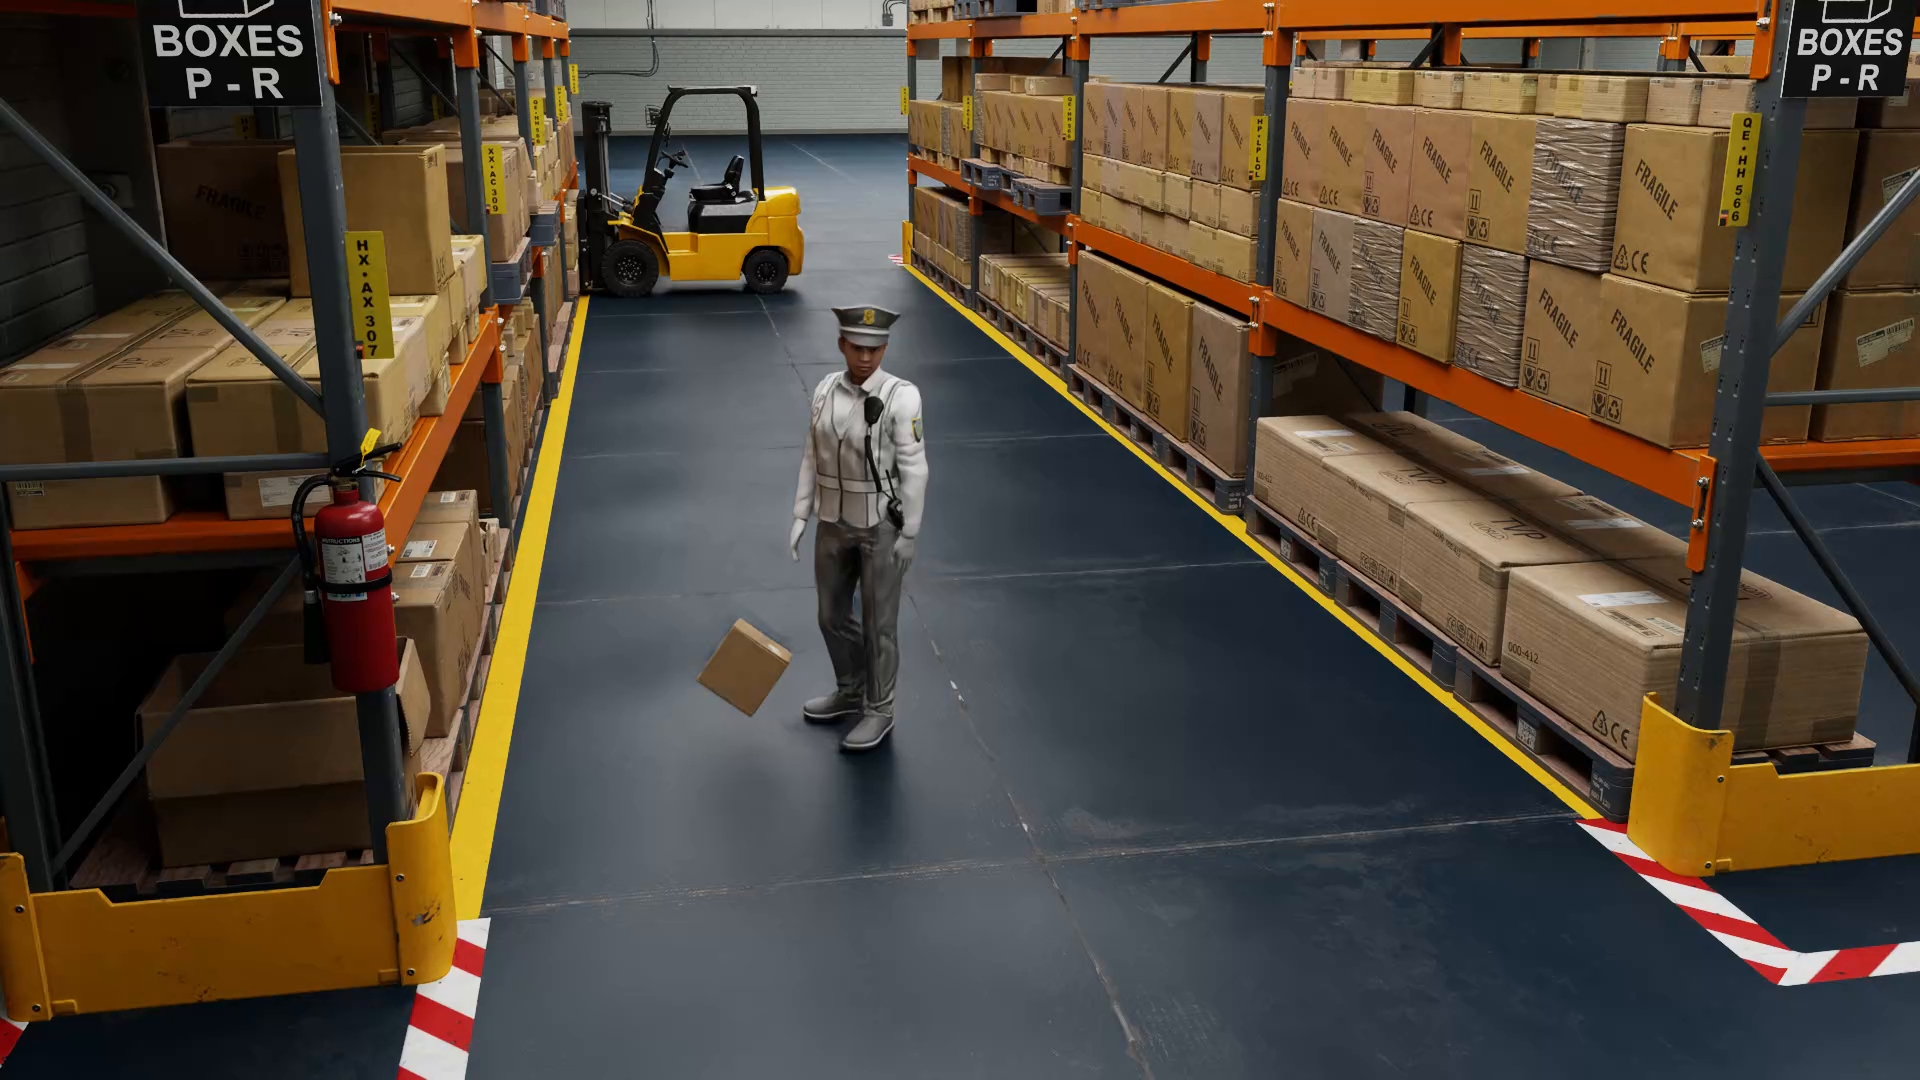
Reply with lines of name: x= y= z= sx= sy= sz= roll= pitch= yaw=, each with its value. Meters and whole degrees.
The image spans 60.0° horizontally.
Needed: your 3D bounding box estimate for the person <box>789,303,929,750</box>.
person: x=-0.396 y=-0.049 z=6.144 sx=0.626 sy=1.675 sz=0.405 roll=10 pitch=19 yaw=31
